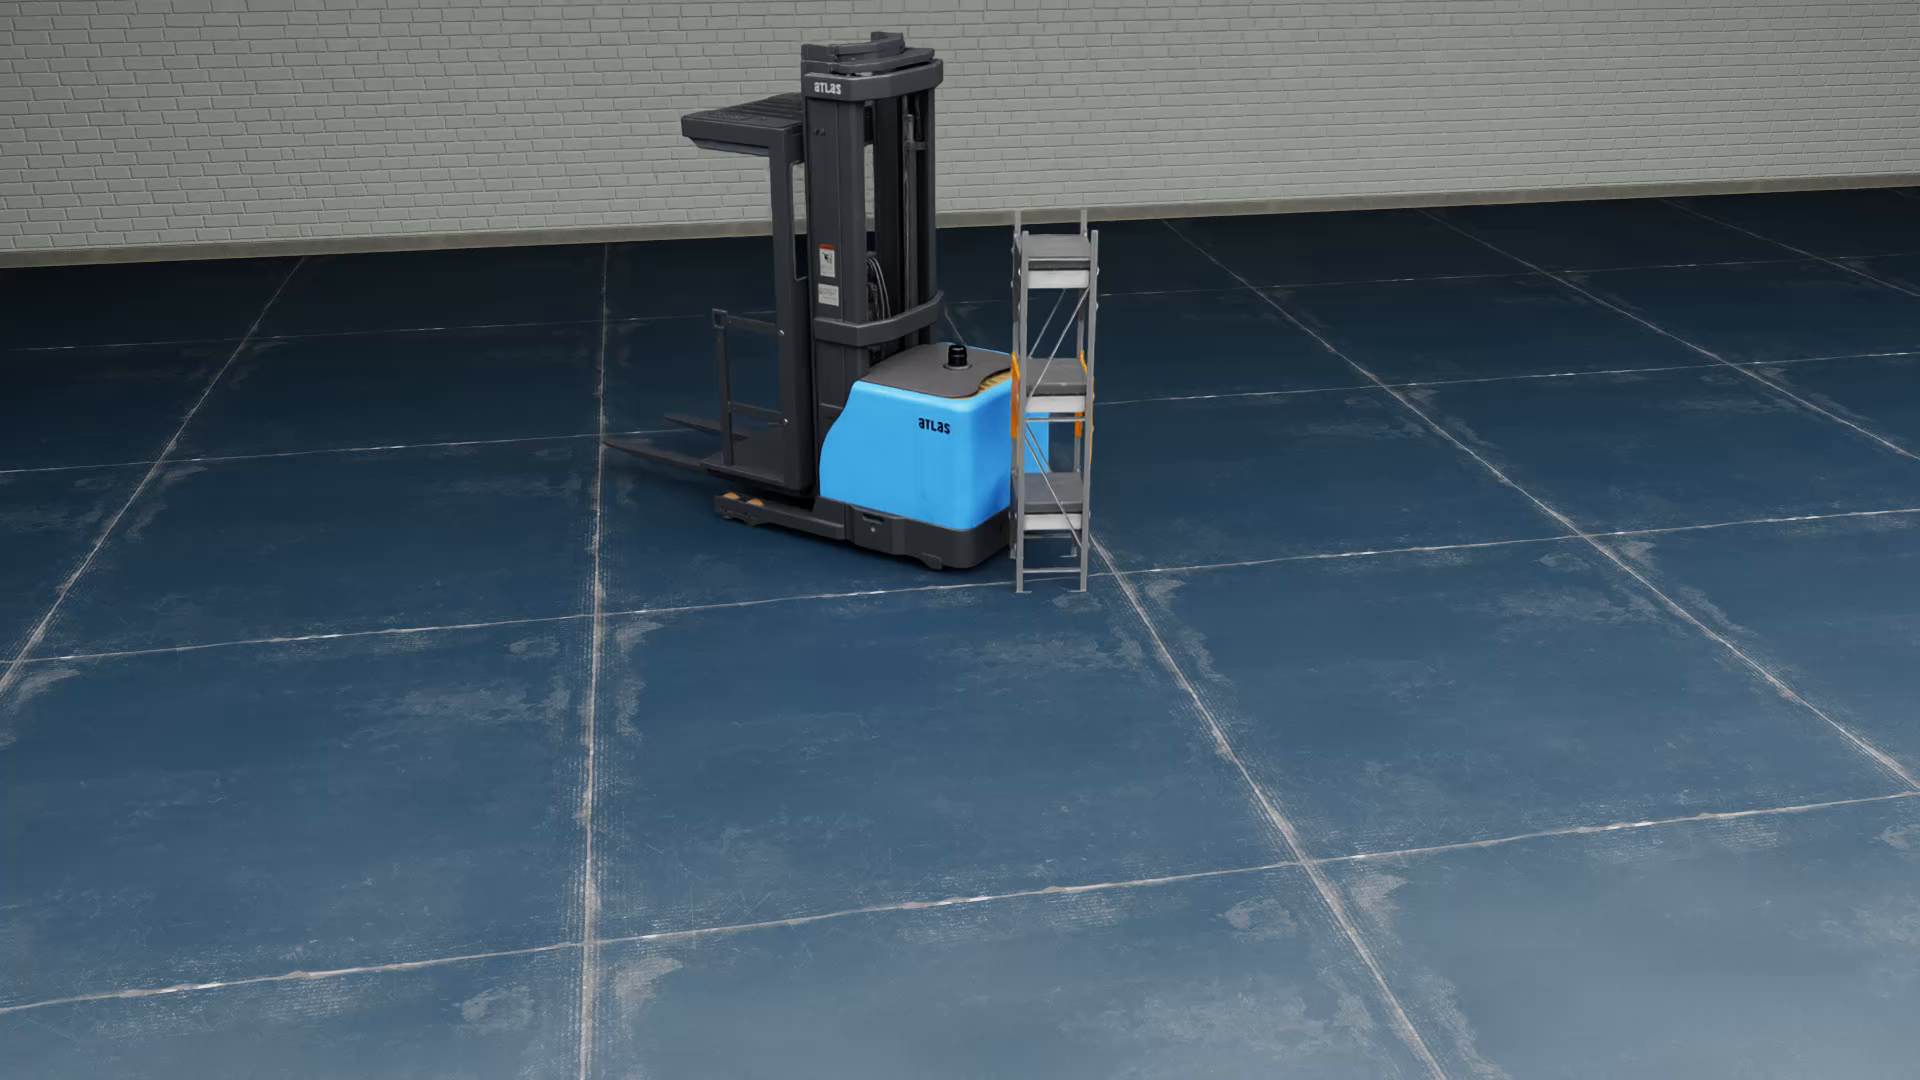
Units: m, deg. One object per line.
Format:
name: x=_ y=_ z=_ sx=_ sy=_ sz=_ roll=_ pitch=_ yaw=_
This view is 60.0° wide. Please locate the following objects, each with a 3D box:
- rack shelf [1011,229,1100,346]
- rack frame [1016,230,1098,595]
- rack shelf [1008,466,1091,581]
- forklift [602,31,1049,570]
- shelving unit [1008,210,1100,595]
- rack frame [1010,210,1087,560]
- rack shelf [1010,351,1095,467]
rack shelf: x=0.513 y=-1.383 z=9.078 sx=0.431 sy=0.518 sz=0.480 roll=-1 pitch=24 yaw=-2
rack frame: x=0.524 y=-0.656 z=9.129 sx=0.400 sy=2.100 sz=0.015 roll=-1 pitch=24 yaw=-2
rack shelf: x=0.513 y=-0.100 z=9.638 sx=0.431 sy=0.518 sz=0.480 roll=-1 pitch=24 yaw=-2
forklift: x=-0.960 y=-1.595 z=10.239 sx=3.031 sy=2.935 sz=1.130 roll=14 pitch=27 yaw=29
shelving unit: x=0.513 y=-0.754 z=9.352 sx=0.431 sy=2.100 sz=0.503 roll=-1 pitch=24 yaw=-2
rack frame: x=0.501 y=-0.851 z=9.576 sx=0.400 sy=2.100 sz=0.015 roll=-1 pitch=24 yaw=-2
rack shelf: x=0.513 y=-0.741 z=9.358 sx=0.431 sy=0.518 sz=0.480 roll=-1 pitch=24 yaw=-2
